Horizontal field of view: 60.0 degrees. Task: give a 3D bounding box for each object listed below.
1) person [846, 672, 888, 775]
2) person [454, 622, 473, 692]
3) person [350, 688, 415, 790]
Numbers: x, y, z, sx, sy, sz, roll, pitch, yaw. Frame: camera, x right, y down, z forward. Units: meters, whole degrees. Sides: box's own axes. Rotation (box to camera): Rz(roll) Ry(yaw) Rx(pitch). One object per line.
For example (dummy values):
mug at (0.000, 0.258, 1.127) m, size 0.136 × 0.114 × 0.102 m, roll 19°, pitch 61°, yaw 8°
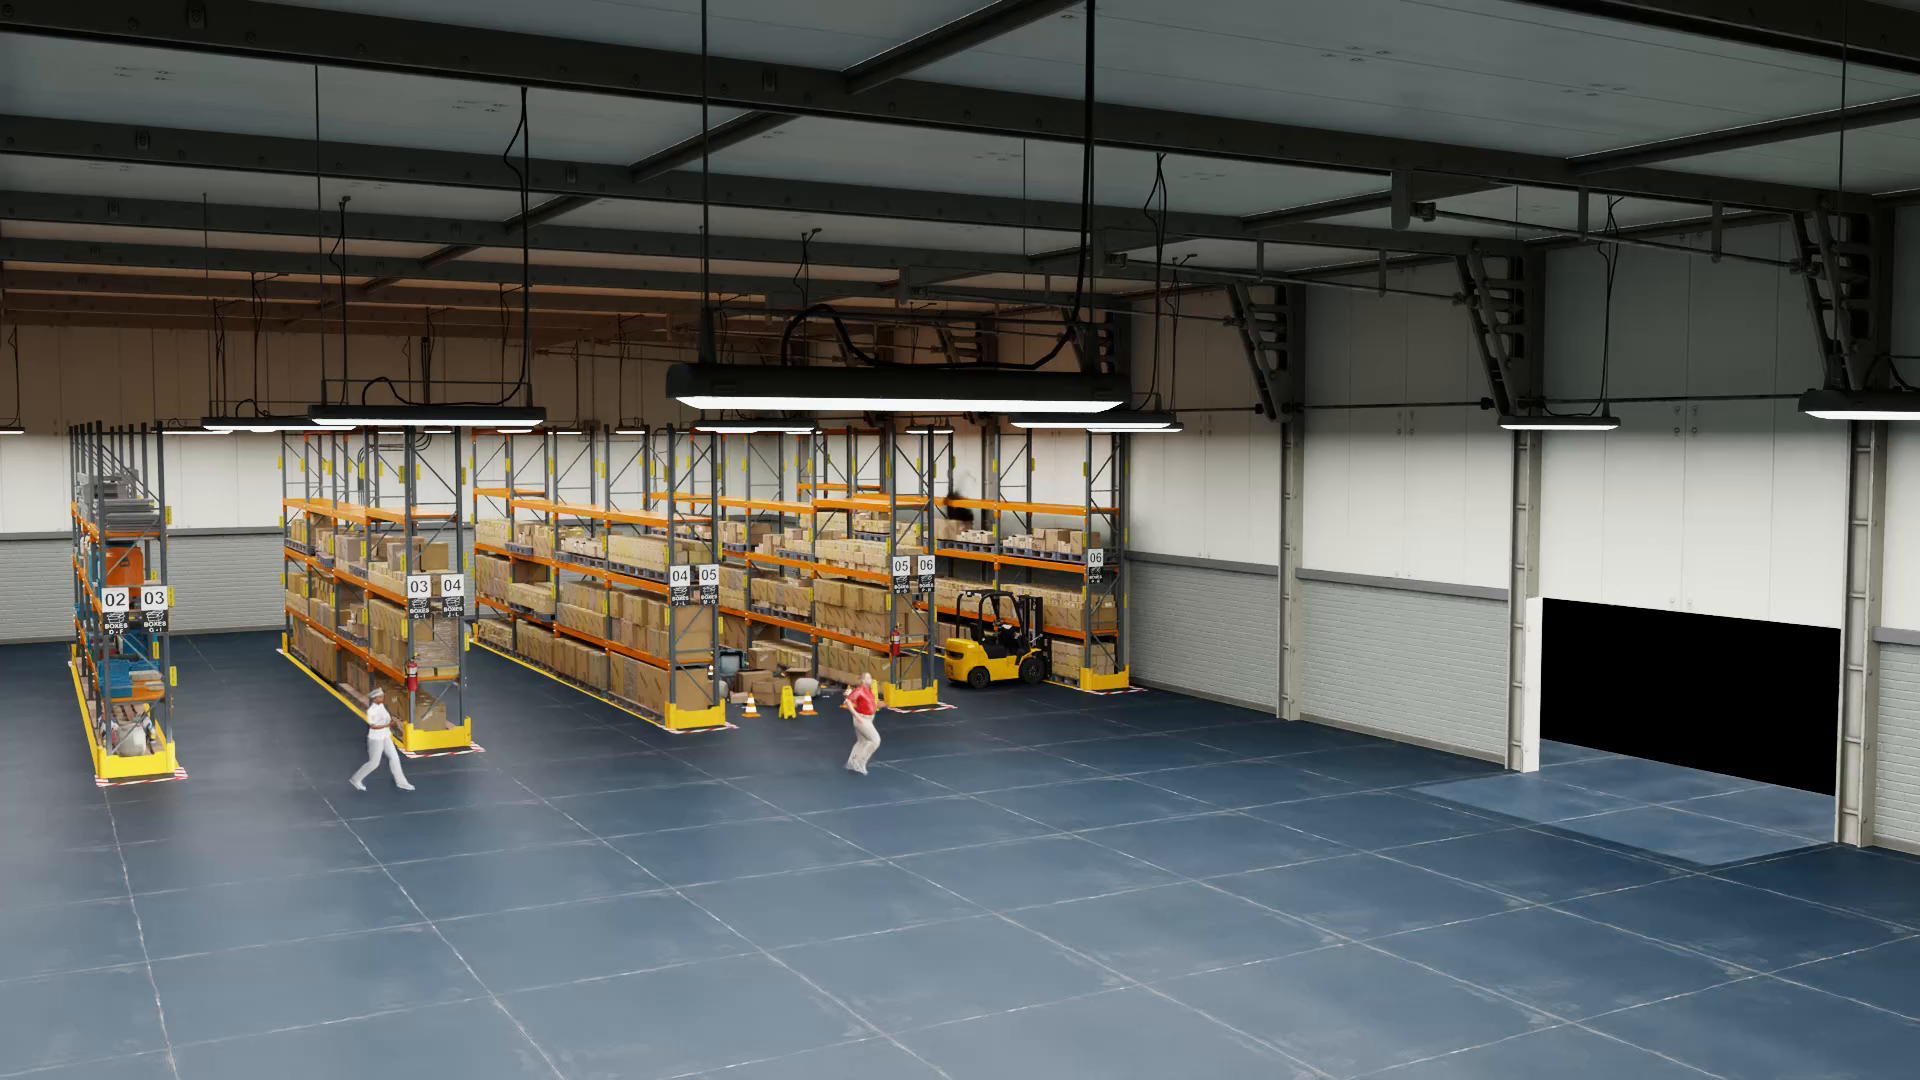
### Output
person at (-1.593, 3.130, 28.371) m, size 0.709 × 1.755 × 0.631 m, roll 0°, pitch 4°, yaw 7°
person at (-11.368, 2.482, 37.631) m, size 0.656 × 1.819 × 0.850 m, roll -3°, pitch 4°, yaw -36°
person at (-9.315, 3.204, 26.784) m, size 0.995 × 1.678 × 0.586 m, roll 0°, pitch 4°, yaw 5°
